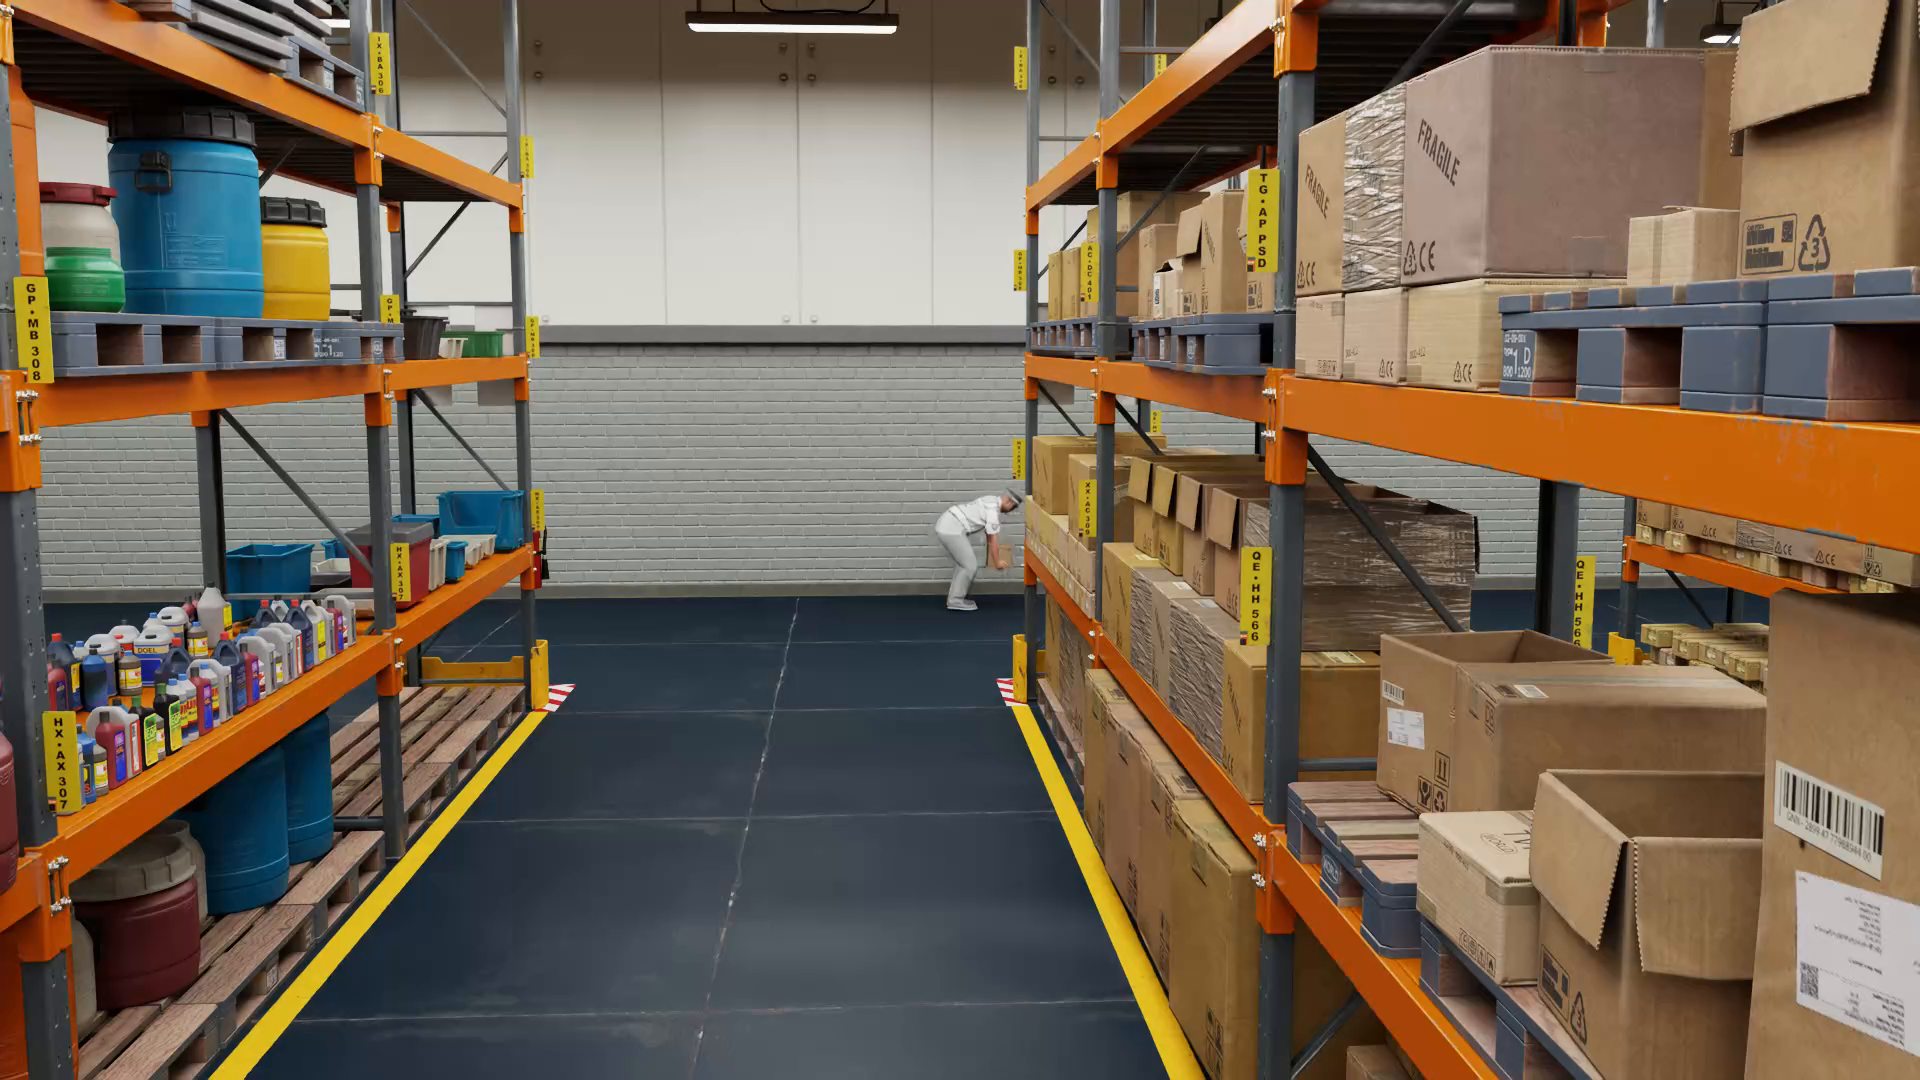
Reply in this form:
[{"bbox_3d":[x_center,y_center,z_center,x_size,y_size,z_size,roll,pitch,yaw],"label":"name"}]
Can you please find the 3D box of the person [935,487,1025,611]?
[{"bbox_3d":[0.225,0.088,18.235,0.987,1.341,0.495,-1,7,-6],"label":"person"}]
